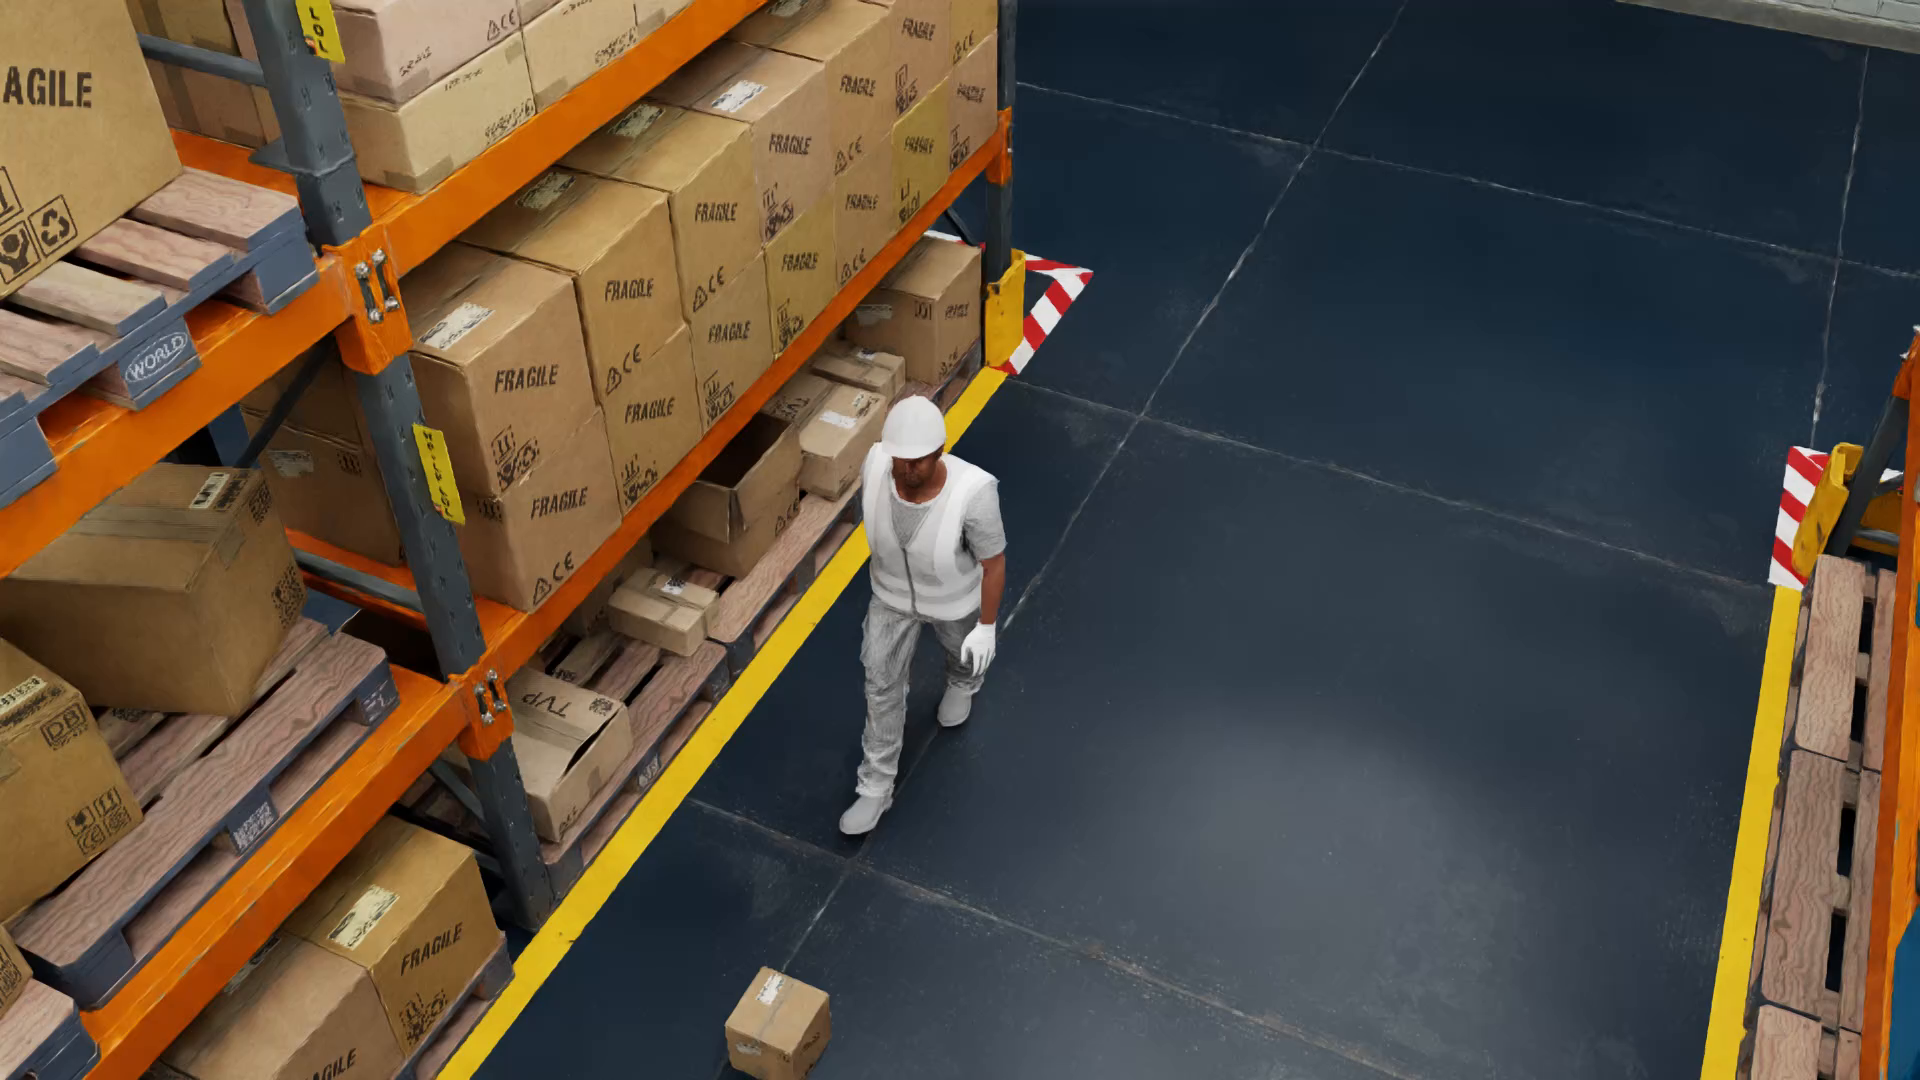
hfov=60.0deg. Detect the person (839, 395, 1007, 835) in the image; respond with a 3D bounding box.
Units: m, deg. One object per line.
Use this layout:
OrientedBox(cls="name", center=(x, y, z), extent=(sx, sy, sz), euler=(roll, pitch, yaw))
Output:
OrientedBox(cls="person", center=(-0.127, 0.231, 5.891), extent=(0.582, 1.730, 0.978), euler=(12, 43, 13))
